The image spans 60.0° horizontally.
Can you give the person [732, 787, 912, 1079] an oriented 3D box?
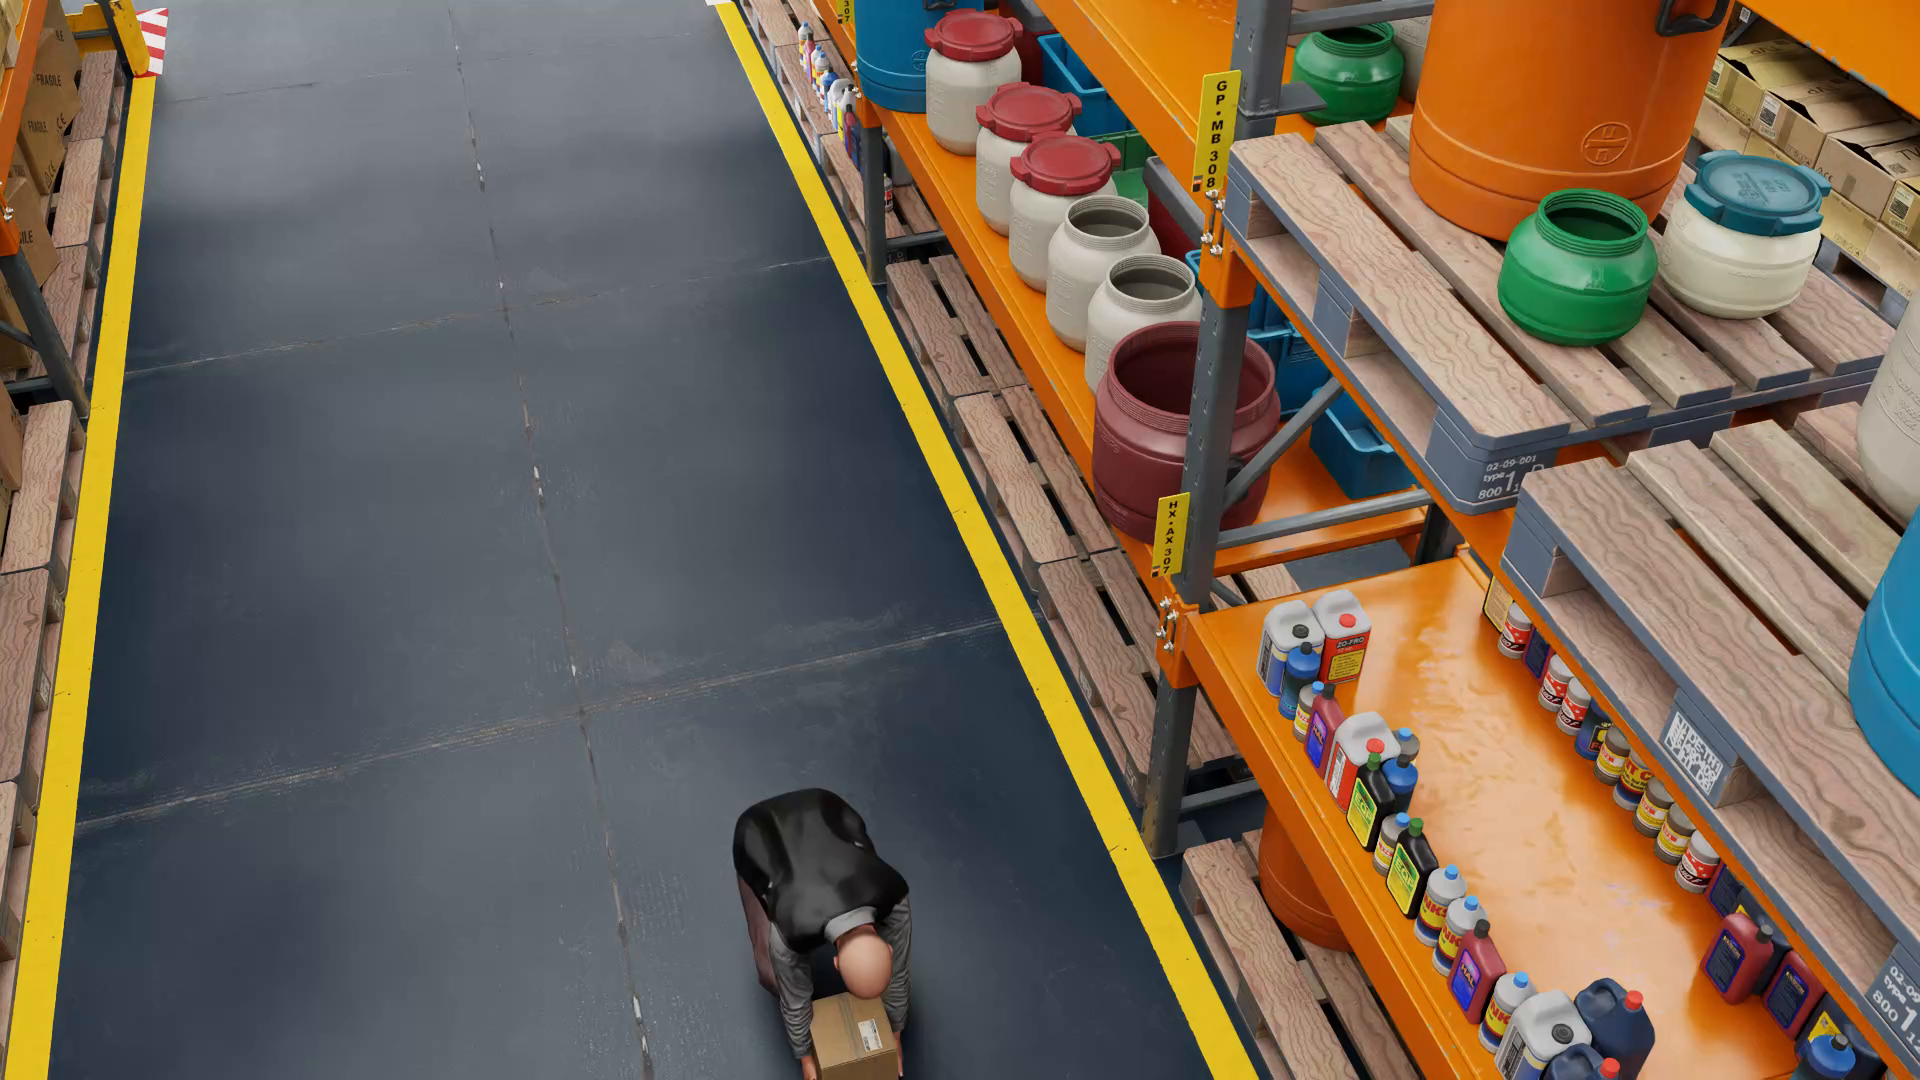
[{"bbox_3d":[-0.440,1.292,5.508,0.516,0.815,0.924,-13,43,-14],"label":"person"}]
